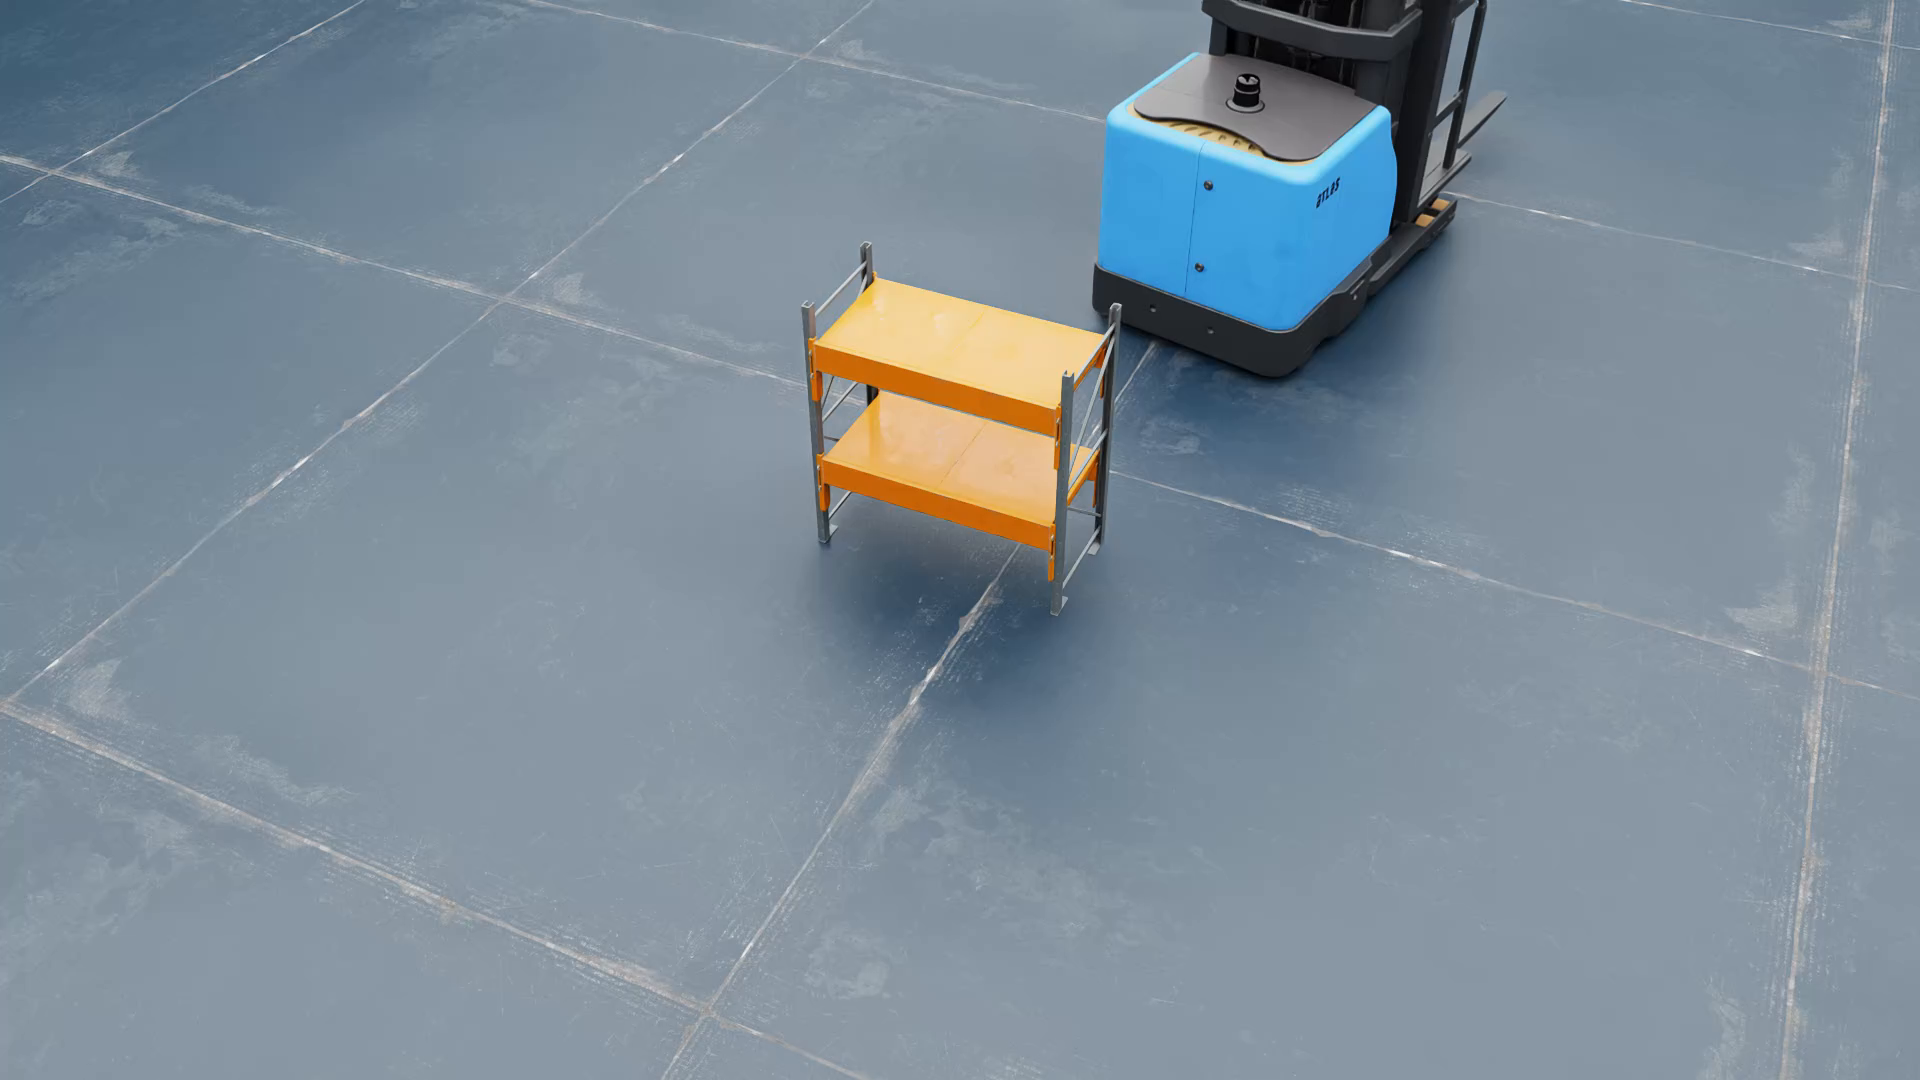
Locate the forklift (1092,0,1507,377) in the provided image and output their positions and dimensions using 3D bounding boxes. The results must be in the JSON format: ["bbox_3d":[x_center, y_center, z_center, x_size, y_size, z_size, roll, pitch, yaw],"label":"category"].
[{"bbox_3d":[1.900,-2.764,7.702,1.130,2.935,3.031,25,47,26],"label":"forklift"}]

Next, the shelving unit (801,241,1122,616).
[{"bbox_3d":[0.006,-0.423,6.379,1.048,1.125,0.538,17,44,19],"label":"shelving unit"}]

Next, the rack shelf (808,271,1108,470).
[{"bbox_3d":[0.006,-0.644,6.188,1.000,0.278,0.538,17,44,19],"label":"rack shelf"}]

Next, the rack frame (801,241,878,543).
[{"bbox_3d":[-0.455,-0.564,6.542,0.032,1.125,0.500,17,44,19],"label":"rack frame"}]

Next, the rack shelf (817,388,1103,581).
[{"bbox_3d":[0.006,-0.238,6.540,1.000,0.278,0.538,17,44,19],"label":"rack shelf"}]

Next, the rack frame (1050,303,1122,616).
[{"bbox_3d":[0.467,-0.282,6.217,0.032,1.125,0.500,17,44,19],"label":"rack frame"}]
